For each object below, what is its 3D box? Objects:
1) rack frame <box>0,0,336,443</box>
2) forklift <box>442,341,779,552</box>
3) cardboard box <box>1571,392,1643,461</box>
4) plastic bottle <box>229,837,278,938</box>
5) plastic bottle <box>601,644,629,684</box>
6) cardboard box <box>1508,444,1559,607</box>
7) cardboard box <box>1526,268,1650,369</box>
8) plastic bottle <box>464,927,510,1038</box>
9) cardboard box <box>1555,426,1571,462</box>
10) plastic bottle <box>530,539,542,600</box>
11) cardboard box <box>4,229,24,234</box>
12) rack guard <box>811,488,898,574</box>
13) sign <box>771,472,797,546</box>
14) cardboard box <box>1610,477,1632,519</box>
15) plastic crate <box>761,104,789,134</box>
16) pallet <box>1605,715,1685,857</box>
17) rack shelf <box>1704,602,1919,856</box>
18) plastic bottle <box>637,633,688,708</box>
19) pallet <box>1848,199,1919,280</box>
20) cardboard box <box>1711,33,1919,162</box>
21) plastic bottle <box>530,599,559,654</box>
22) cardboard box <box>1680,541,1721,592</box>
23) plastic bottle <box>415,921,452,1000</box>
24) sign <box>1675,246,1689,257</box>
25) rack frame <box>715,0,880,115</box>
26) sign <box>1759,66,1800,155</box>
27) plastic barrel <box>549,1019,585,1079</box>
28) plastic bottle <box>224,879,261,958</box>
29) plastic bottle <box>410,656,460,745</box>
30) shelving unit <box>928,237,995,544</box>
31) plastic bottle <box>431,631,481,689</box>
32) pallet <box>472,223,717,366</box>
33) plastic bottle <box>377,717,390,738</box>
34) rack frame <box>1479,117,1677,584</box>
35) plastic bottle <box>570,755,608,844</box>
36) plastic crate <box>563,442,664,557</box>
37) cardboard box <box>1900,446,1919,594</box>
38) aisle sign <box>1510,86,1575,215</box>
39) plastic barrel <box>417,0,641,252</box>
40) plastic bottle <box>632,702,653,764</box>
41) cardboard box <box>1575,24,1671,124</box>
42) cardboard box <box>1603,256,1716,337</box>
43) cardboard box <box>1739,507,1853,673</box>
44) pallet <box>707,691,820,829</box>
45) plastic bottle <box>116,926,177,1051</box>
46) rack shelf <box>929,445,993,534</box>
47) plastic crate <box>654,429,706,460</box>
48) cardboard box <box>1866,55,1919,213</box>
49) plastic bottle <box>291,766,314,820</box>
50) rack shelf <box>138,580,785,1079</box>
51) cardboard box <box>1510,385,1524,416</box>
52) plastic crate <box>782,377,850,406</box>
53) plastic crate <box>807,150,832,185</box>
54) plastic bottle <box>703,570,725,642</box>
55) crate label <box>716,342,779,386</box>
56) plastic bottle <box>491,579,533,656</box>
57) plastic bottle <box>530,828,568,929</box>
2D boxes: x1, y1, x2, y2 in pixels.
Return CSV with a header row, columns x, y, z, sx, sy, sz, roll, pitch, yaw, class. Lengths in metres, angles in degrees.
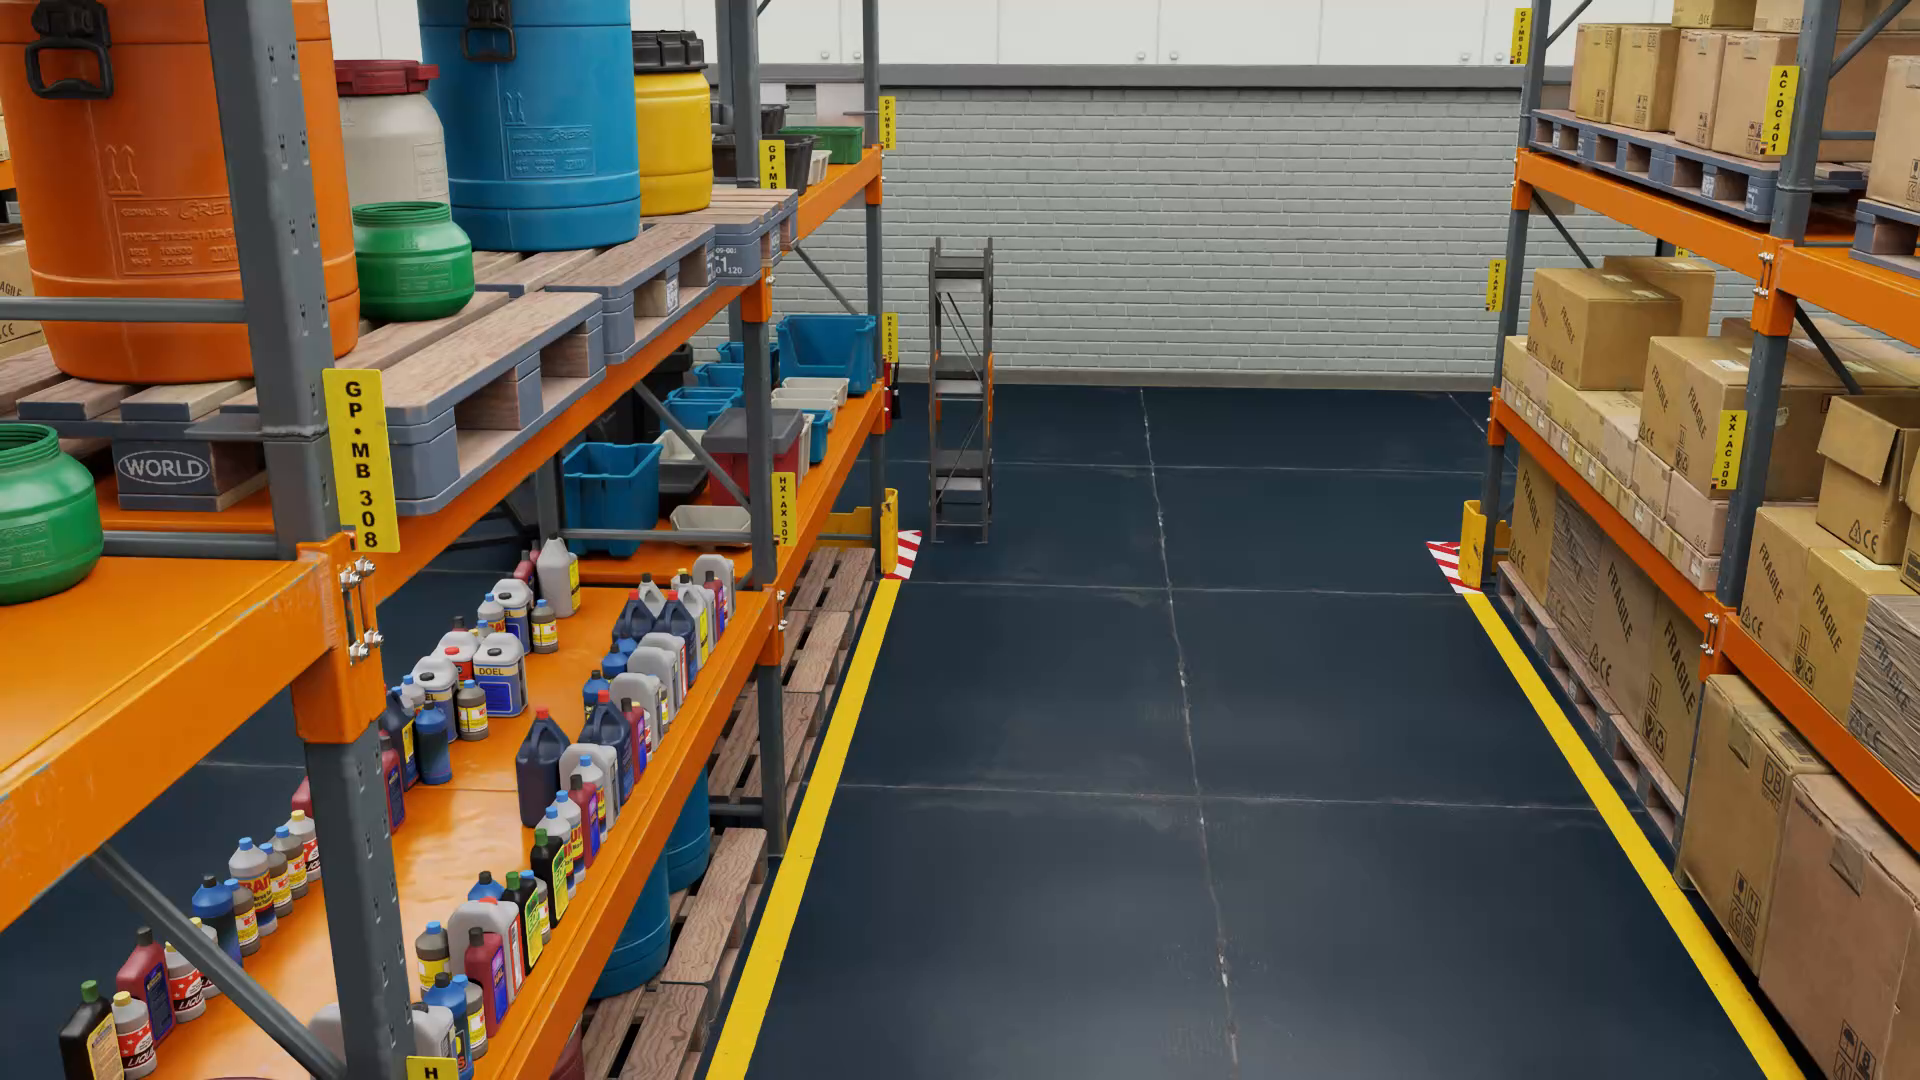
x,y,z,sx,sy,sz,roll,pitch,yaw,class
-1.580,-1.620,2.414,1.000,3.000,0.127,1,18,4,rack frame
-2.705,-1.368,11.391,3.031,2.935,1.130,-8,20,-23,forklift
3.527,-0.590,8.670,0.500,0.250,0.500,1,18,3,cardboard box
-1.906,0.929,4.476,0.097,0.271,0.097,0,18,0,plastic bottle
-1.197,0.495,5.803,0.097,0.271,0.097,0,18,0,plastic bottle
3.967,-0.132,10.247,0.875,0.875,0.875,1,18,4,cardboard box
3.594,-1.271,9.543,0.500,0.500,0.500,1,18,3,cardboard box
-1.158,1.059,4.063,0.061,0.283,0.133,1,18,4,plastic bottle
3.489,-0.521,9.099,0.380,0.149,0.250,1,18,3,cardboard box
-1.745,0.149,6.839,0.061,0.283,0.133,1,18,4,plastic bottle
-5.705,-1.743,10.660,0.500,0.500,0.500,1,18,3,cardboard box
-1.018,-0.073,11.343,1.175,0.500,0.348,1,18,4,rack guard
-0.745,-0.130,7.057,0.100,0.325,0.005,1,18,4,sign
3.415,-0.203,8.128,0.380,0.149,0.250,2,18,5,cardboard box
-1.312,-2.503,10.138,0.497,0.269,0.590,1,18,4,plastic crate
3.779,1.190,7.951,1.003,0.211,1.213,1,18,4,pallet
3.503,1.063,5.018,1.077,0.370,4.000,1,18,4,rack shelf
-1.062,0.448,5.939,0.152,0.276,0.135,1,18,4,plastic bottle
3.630,-0.949,5.492,0.805,0.209,1.217,1,18,2,pallet
3.643,-1.865,6.984,0.700,0.500,0.500,0,18,1,cardboard box
-1.607,0.329,6.420,0.097,0.201,0.097,0,18,0,plastic bottle
3.342,0.117,7.152,0.380,0.149,0.250,1,18,4,cardboard box
-1.319,1.058,4.196,0.097,0.201,0.097,0,18,0,plastic bottle
4.474,-1.789,10.326,0.100,0.325,0.005,1,18,4,sign
-1.007,-4.104,9.996,1.000,3.000,0.127,1,18,4,rack frame
3.093,-1.621,6.278,0.100,0.325,0.005,1,18,4,sign
-1.481,1.675,5.193,0.600,0.588,0.708,1,18,4,plastic barrel
-1.913,0.993,4.395,0.097,0.201,0.097,0,18,0,plastic bottle
-1.790,0.543,5.648,0.152,0.276,0.135,1,18,4,plastic bottle
0.012,-1.049,11.753,0.431,2.100,0.503,1,18,4,shelving unit
-1.773,0.471,5.868,0.152,0.276,0.135,1,18,4,plastic bottle
-1.331,-0.749,4.877,1.003,0.211,1.213,1,18,4,pallet
-1.811,0.699,5.159,0.061,0.283,0.133,1,18,4,plastic bottle
3.933,-1.143,10.593,1.000,3.000,0.127,1,18,4,rack frame
-1.108,0.771,4.959,0.097,0.271,0.097,0,18,0,plastic bottle
-1.600,-0.184,7.598,0.392,0.384,0.575,1,18,4,plastic crate
3.548,-0.013,5.374,0.797,0.503,0.637,1,18,5,cardboard box
3.639,-2.407,10.277,0.394,0.787,0.004,1,18,4,aisle sign
-1.263,-1.341,4.901,0.600,0.901,0.708,1,18,4,plastic barrel
-1.069,0.634,5.491,0.097,0.201,0.097,0,18,0,plastic bottle
3.789,-2.528,9.008,0.700,0.500,0.500,1,18,2,cardboard box
4.161,-1.412,9.974,0.500,0.500,0.500,2,18,5,cardboard box
3.364,0.189,6.367,0.500,0.500,0.500,1,18,4,cardboard box
-1.280,1.085,8.273,1.003,0.211,1.213,1,18,4,pallet
-1.960,1.080,3.997,0.061,0.283,0.133,1,18,4,plastic bottle
0.012,-0.371,11.975,0.431,0.518,0.480,1,18,4,rack shelf
-1.469,-0.462,8.842,0.293,0.136,0.466,1,18,4,plastic crate
3.615,-1.393,5.703,0.700,0.500,0.500,2,18,5,cardboard box
-1.895,0.797,4.862,0.061,0.283,0.133,1,18,4,plastic bottle
-1.437,0.952,5.356,1.077,0.370,4.000,1,18,4,rack shelf
3.562,-0.841,10.075,0.380,0.149,0.250,1,18,3,cardboard box
-0.885,-0.899,10.177,0.396,0.136,0.243,1,18,4,plastic crate
-0.907,-1.906,8.529,0.437,0.136,0.530,1,18,4,plastic crate
-0.970,0.247,6.539,0.061,0.283,0.133,1,18,4,plastic bottle
-1.353,-1.133,10.736,0.416,0.233,0.303,1,18,4,crate label
-1.733,0.297,6.399,0.152,0.276,0.135,1,18,4,plastic bottle
-1.122,0.904,4.535,0.061,0.283,0.133,1,18,4,plastic bottle
